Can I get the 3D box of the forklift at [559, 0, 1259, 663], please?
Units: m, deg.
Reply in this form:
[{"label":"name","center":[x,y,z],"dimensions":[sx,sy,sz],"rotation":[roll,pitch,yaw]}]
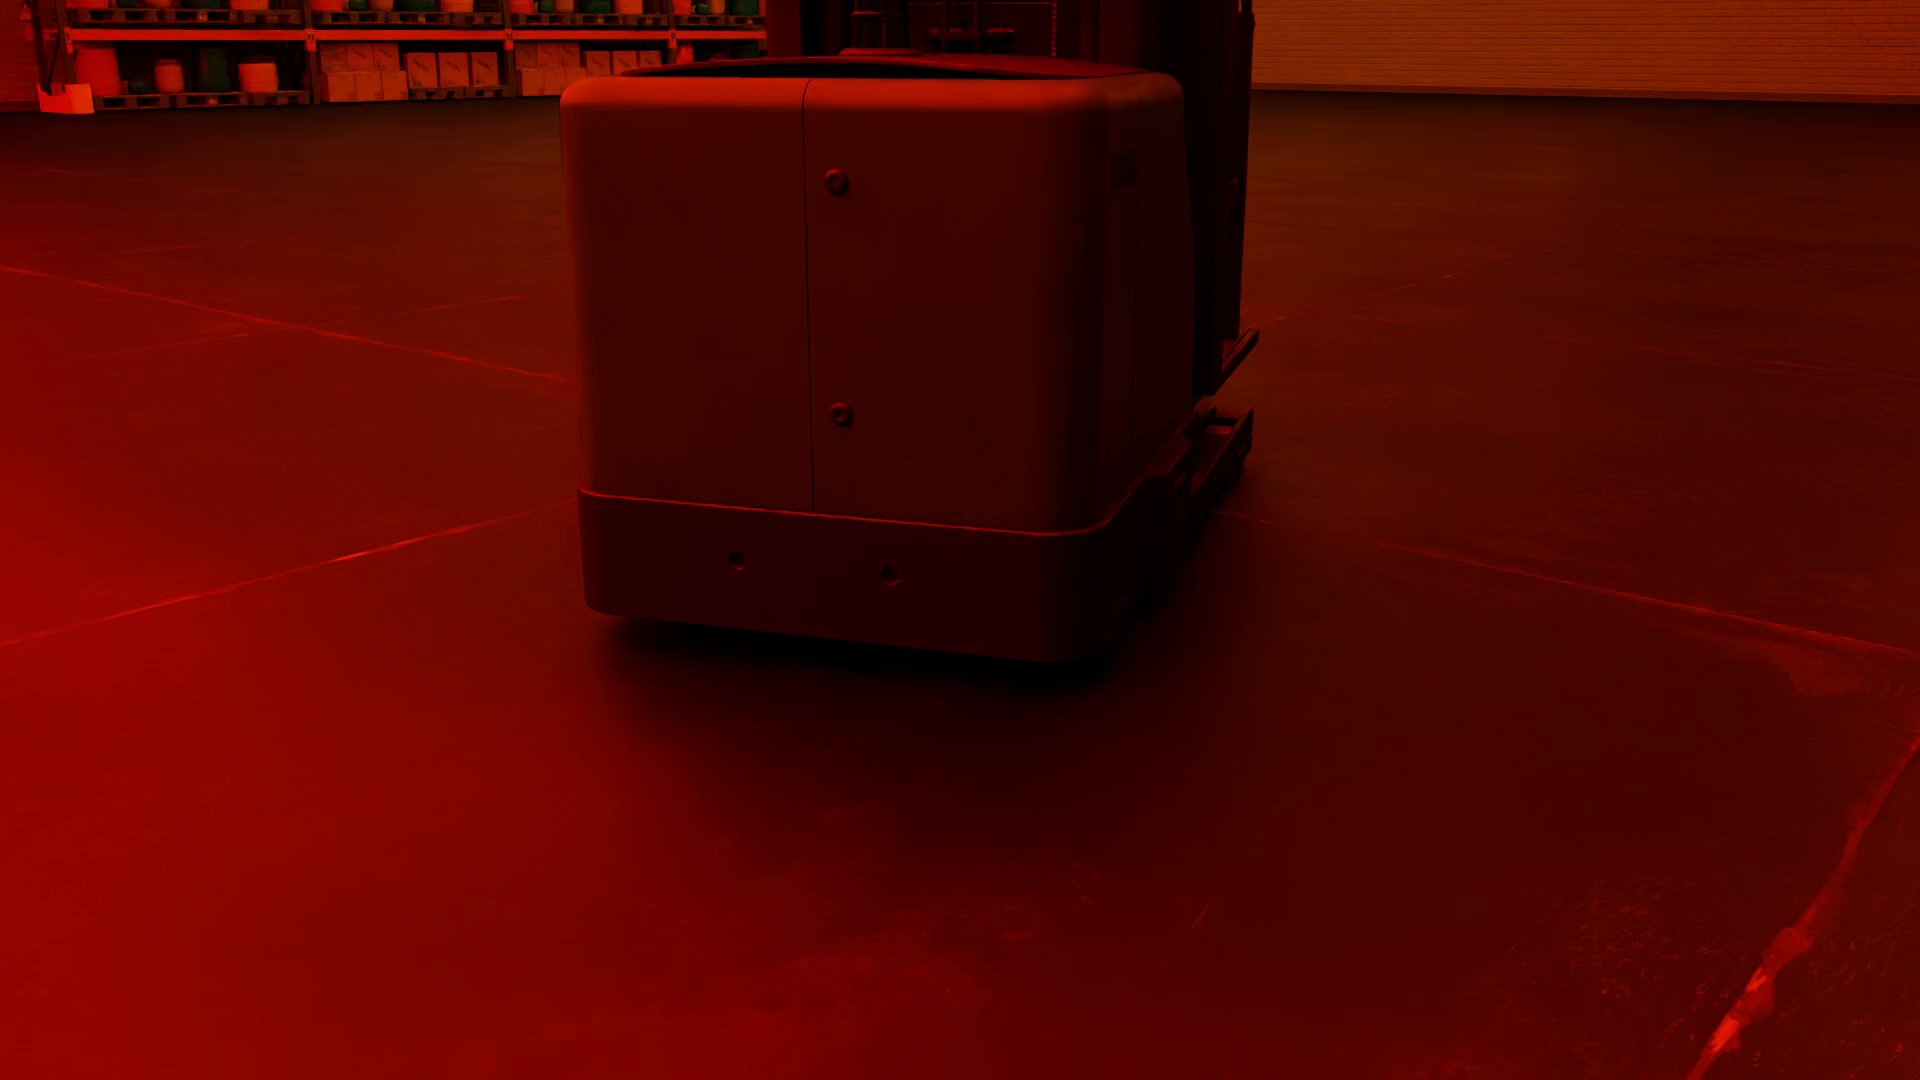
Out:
[{"label":"forklift","center":[0.182,-1.571,4.072],"dimensions":[1.130,2.935,3.031],"rotation":[5,18,17]}]
